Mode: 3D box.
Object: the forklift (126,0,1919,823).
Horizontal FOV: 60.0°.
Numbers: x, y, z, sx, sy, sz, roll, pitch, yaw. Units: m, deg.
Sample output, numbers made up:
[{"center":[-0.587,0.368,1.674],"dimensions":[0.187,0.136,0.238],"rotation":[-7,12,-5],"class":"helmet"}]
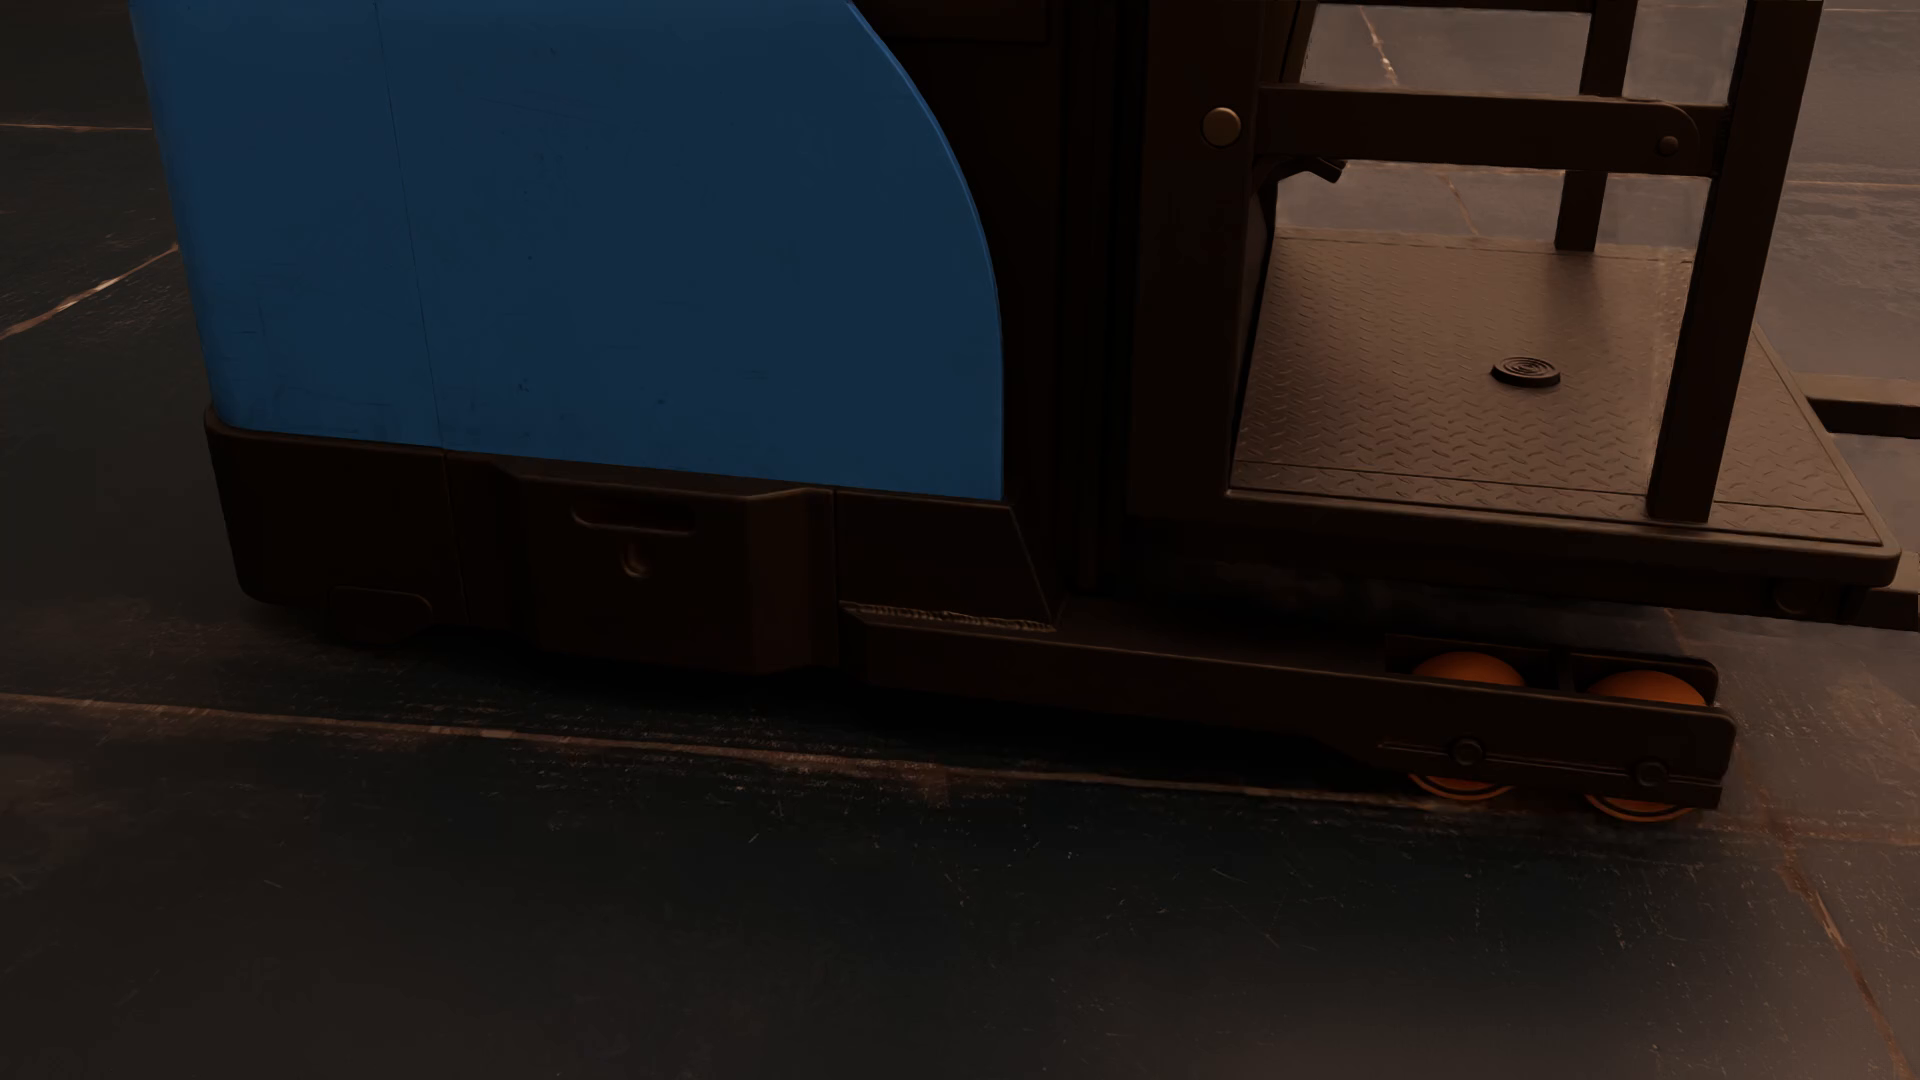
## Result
[{"center":[0.598,-1.256,1.734],"dimensions":[3.031,2.935,1.130],"rotation":[6,27,11],"class":"forklift"}]
